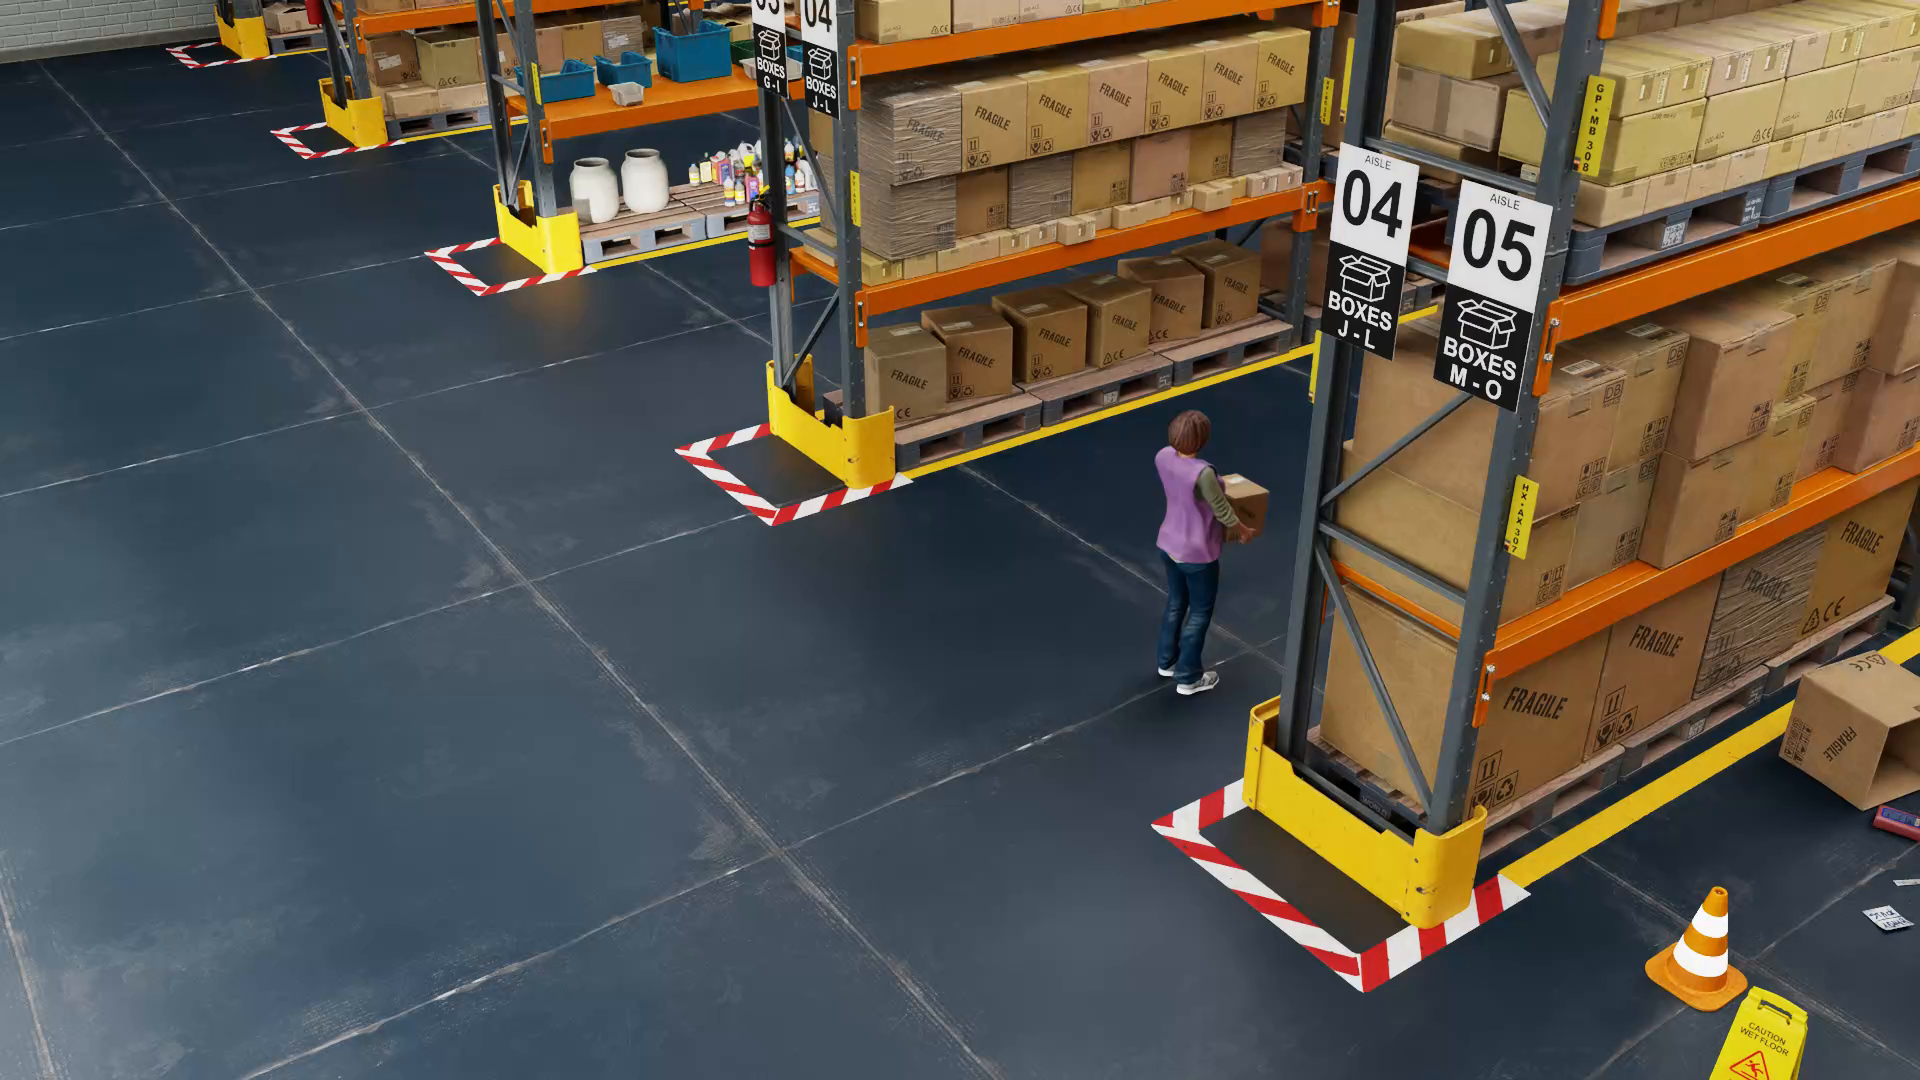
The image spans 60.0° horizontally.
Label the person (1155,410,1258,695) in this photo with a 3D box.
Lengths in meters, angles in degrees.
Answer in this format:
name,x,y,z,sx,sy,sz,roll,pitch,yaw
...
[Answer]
name,x,y,z,sx,sy,sz,roll,pitch,yaw
person,1.252,0.035,8.582,0.496,1.588,0.404,-18,34,-29
